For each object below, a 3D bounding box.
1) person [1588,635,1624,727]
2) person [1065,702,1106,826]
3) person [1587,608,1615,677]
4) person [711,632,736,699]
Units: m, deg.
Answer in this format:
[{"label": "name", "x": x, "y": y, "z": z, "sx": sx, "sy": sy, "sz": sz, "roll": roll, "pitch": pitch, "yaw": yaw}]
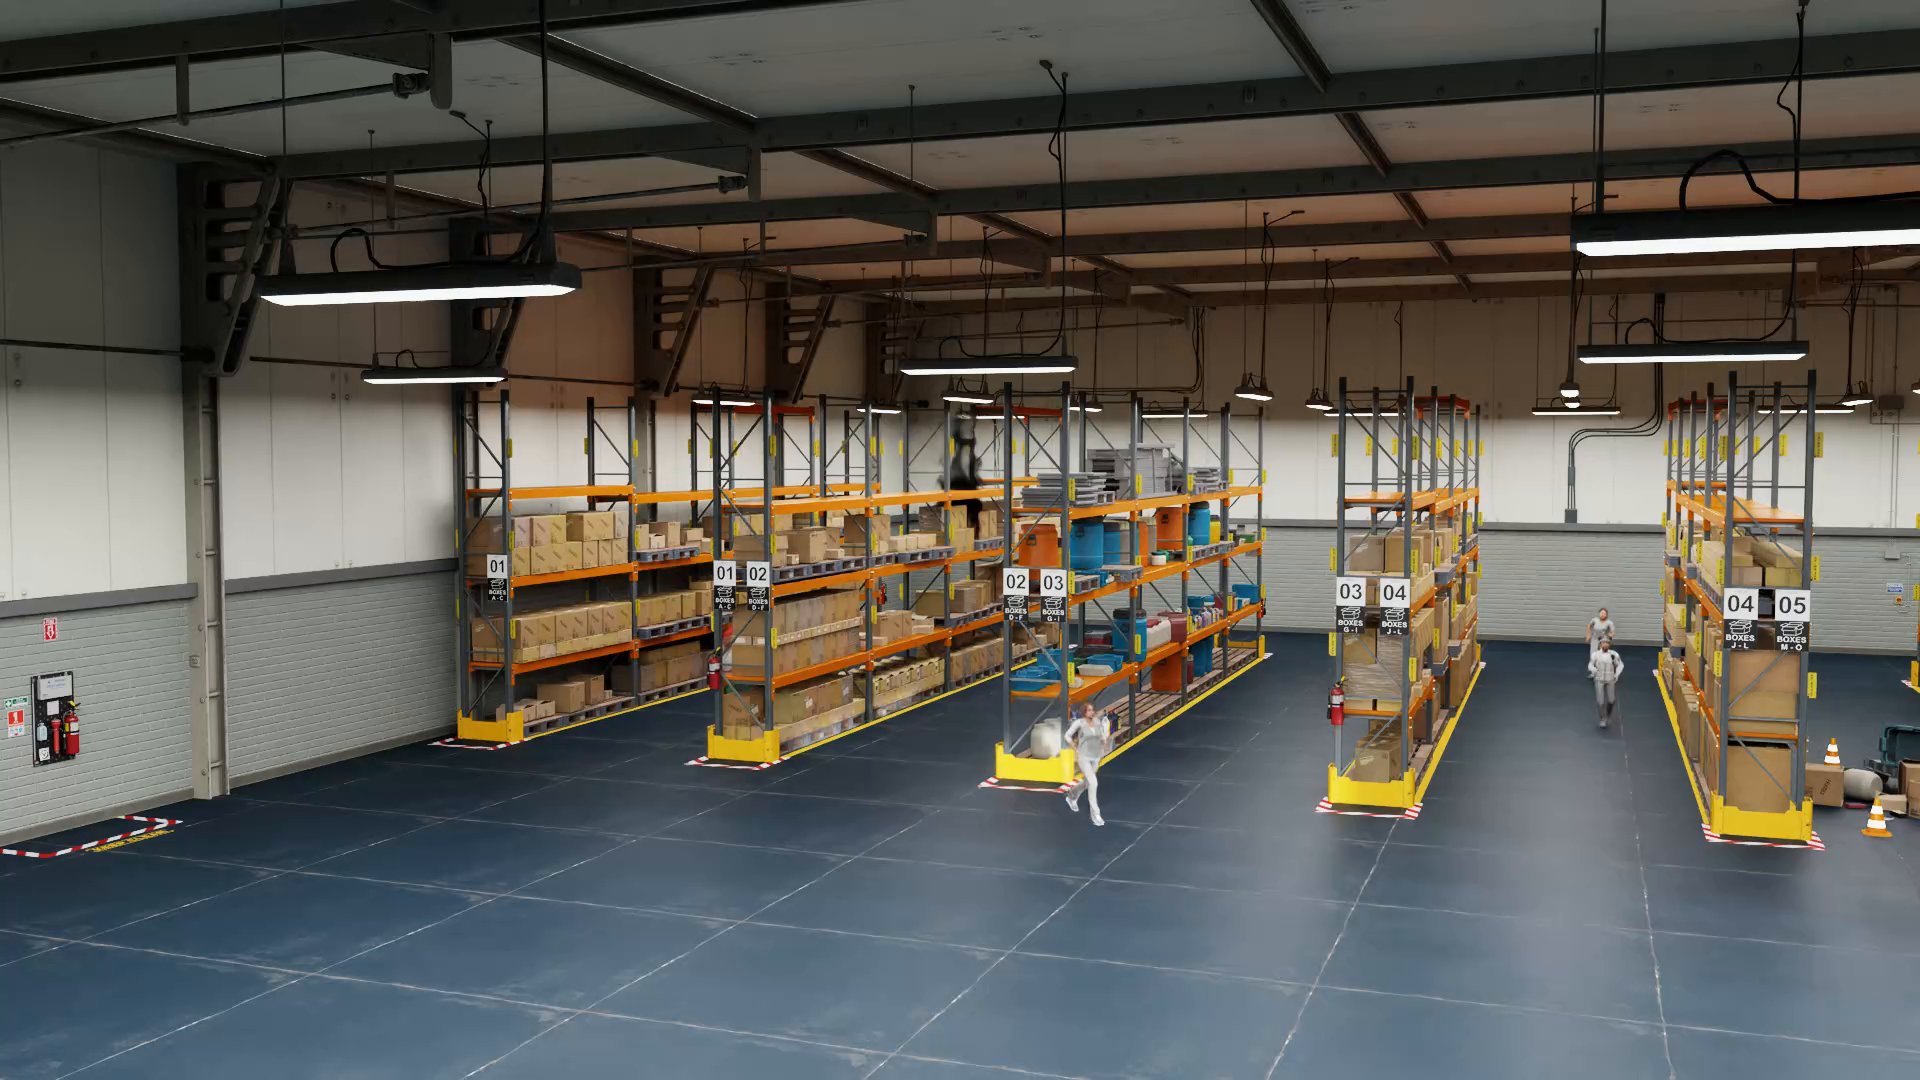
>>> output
[{"label": "person", "x": 11.544, "y": 2.525, "z": 29.731, "sx": 0.602, "sy": 1.655, "sz": 0.554, "roll": 1, "pitch": 3, "yaw": 20}, {"label": "person", "x": 1.713, "y": 2.968, "z": 22.377, "sx": 0.524, "sy": 1.613, "sz": 0.820, "roll": -2, "pitch": 4, "yaw": -34}, {"label": "person", "x": 13.892, "y": 2.233, "z": 36.046, "sx": 0.600, "sy": 1.572, "sz": 0.748, "roll": 2, "pitch": 4, "yaw": 28}, {"label": "person", "x": -4.145, "y": 2.502, "z": 29.627, "sx": 0.655, "sy": 1.739, "sz": 0.638, "roll": 0, "pitch": 3, "yaw": 5}]
